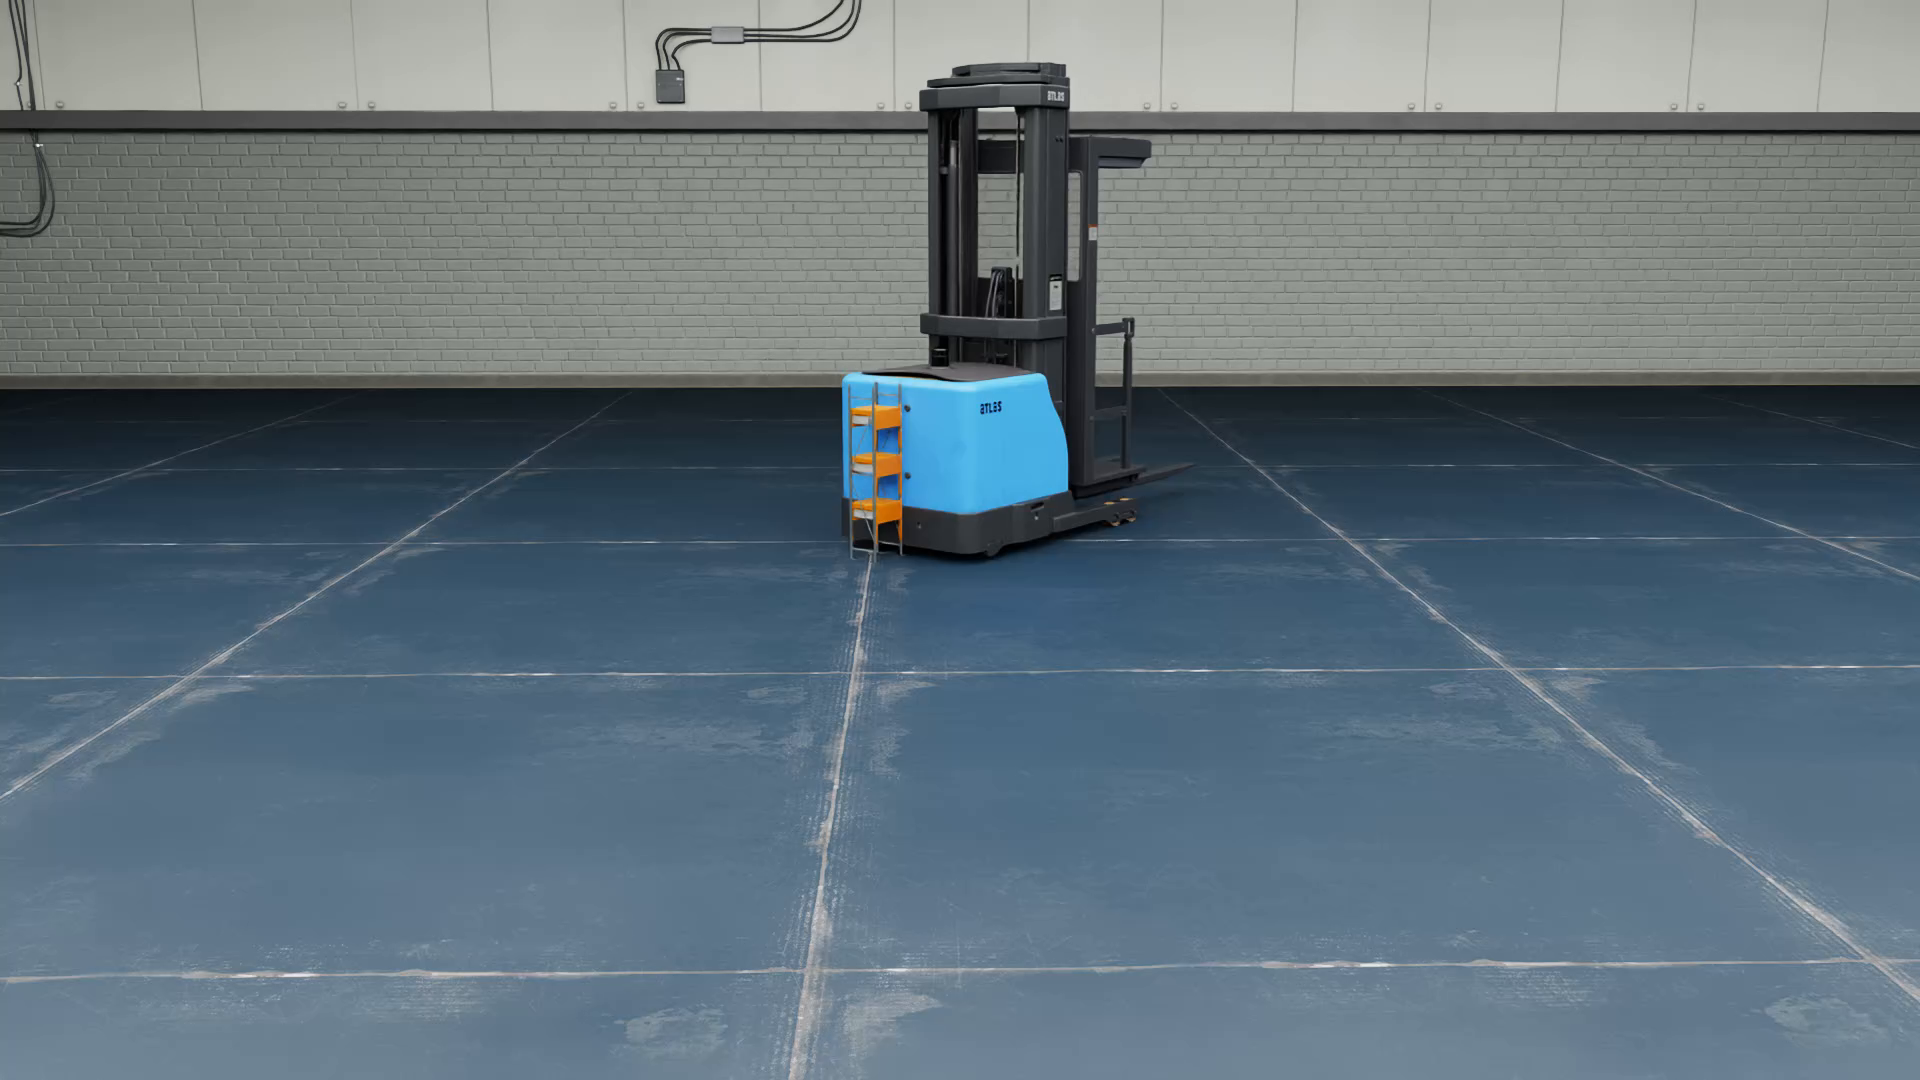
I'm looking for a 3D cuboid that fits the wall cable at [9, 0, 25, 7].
[{"bbox_3d":[-9.019,-7.099,18.025,3.097,2.526,0.112,0,11,-1],"label":"wall cable"}]

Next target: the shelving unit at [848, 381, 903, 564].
[{"bbox_3d":[-0.503,-0.404,9.909,0.215,1.050,0.252,9,14,36],"label":"shelving unit"}]

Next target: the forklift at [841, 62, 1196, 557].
[{"bbox_3d":[0.552,-1.577,10.961,1.130,2.935,3.031,9,14,36],"label":"forklift"}]

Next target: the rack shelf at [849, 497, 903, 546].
[{"bbox_3d":[-0.503,-0.121,9.966,0.215,0.259,0.240,9,14,36],"label":"rack shelf"}]

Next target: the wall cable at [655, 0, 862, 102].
[{"bbox_3d":[-2.232,-7.837,18.003,2.305,6.003,0.169,0,11,-1],"label":"wall cable"}]

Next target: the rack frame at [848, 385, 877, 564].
[{"bbox_3d":[-0.576,-0.384,9.814,0.200,1.050,0.008,9,14,36],"label":"rack frame"}]

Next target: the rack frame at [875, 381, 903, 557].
[{"bbox_3d":[-0.429,-0.423,10.004,0.200,1.050,0.008,9,14,36],"label":"rack frame"}]

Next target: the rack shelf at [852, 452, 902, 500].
[{"bbox_3d":[-0.503,-0.393,9.911,0.215,0.259,0.240,9,14,36],"label":"rack shelf"}]

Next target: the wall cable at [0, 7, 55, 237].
[{"bbox_3d":[-11.724,-4.613,18.473,3.097,2.526,0.112,0,11,-1],"label":"wall cable"}]

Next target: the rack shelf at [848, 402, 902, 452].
[{"bbox_3d":[-0.503,-0.672,9.855,0.215,0.259,0.240,9,14,36],"label":"rack shelf"}]
